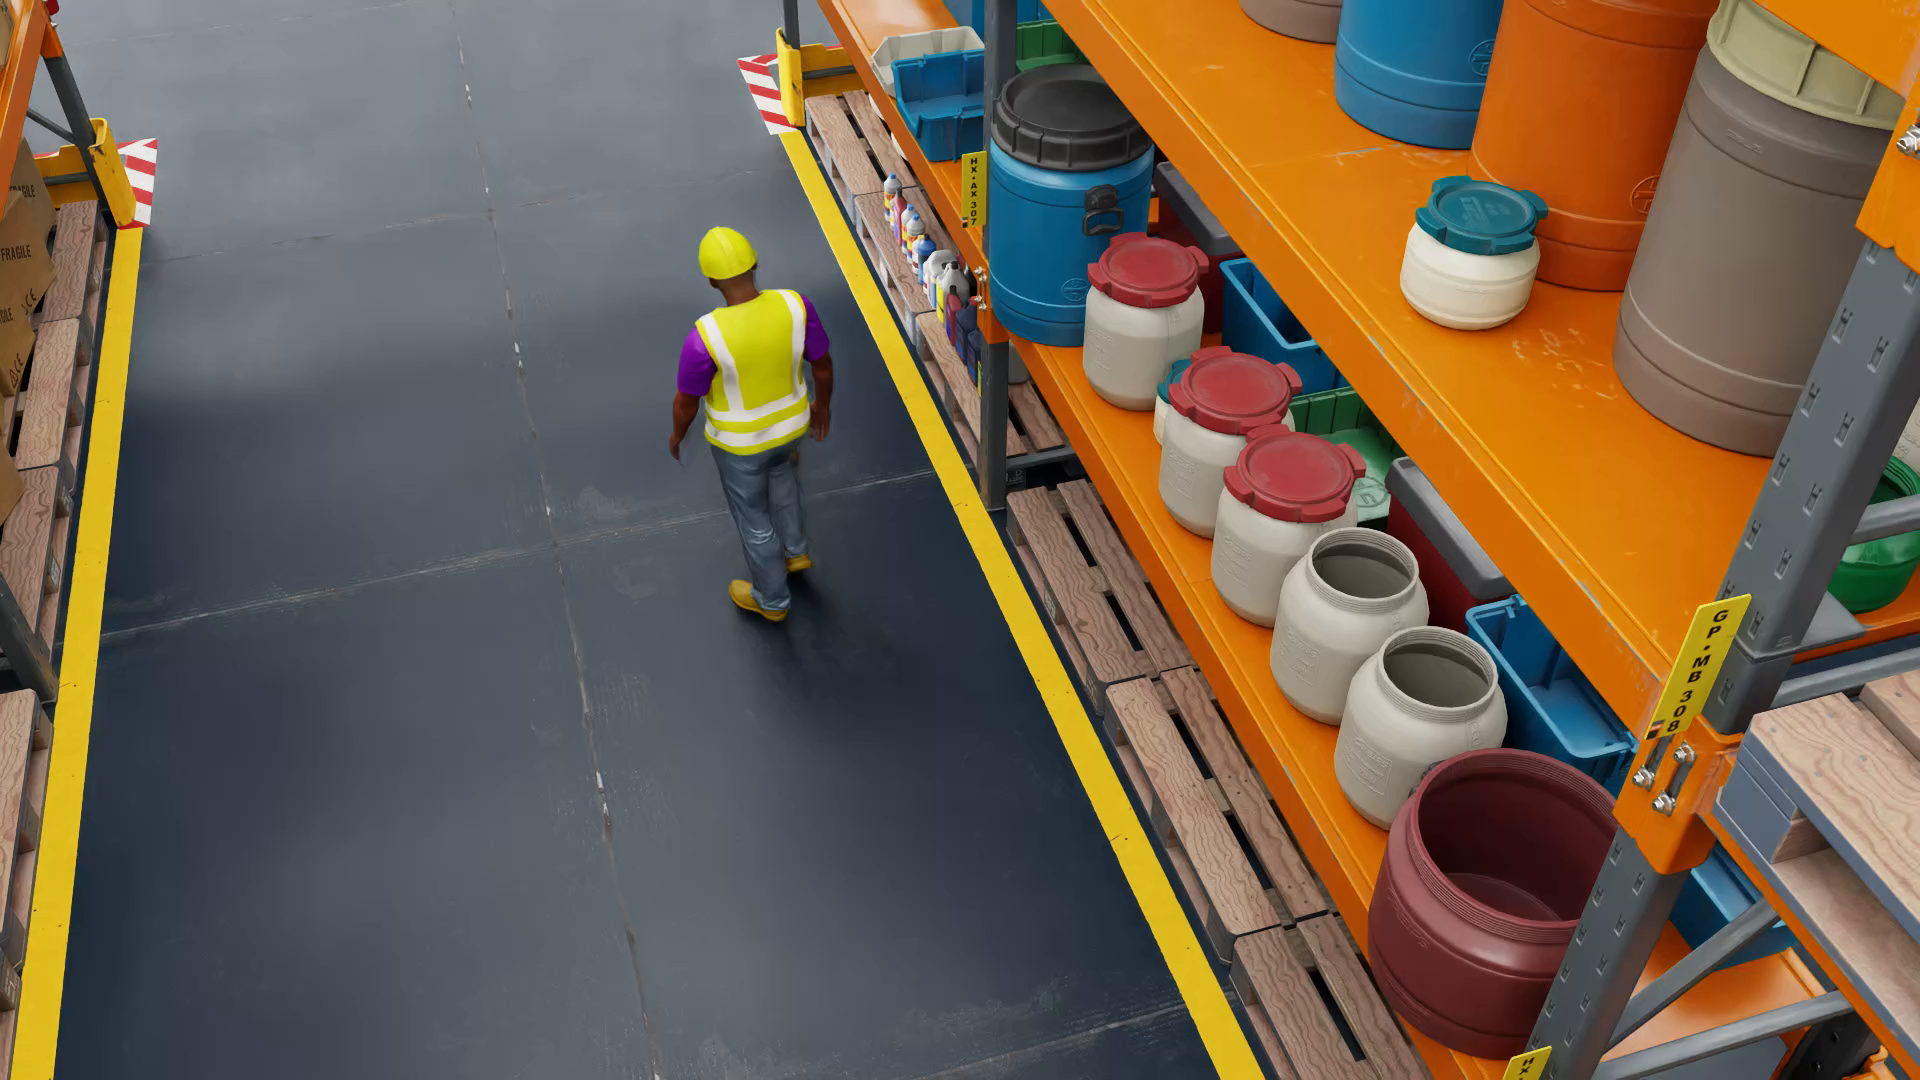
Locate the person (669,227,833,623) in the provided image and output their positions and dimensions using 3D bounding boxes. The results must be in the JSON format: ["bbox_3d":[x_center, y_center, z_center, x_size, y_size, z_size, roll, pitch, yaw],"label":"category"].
[{"bbox_3d":[-0.818,-0.448,6.630,0.619,1.797,0.483,-27,49,-27],"label":"person"}]
